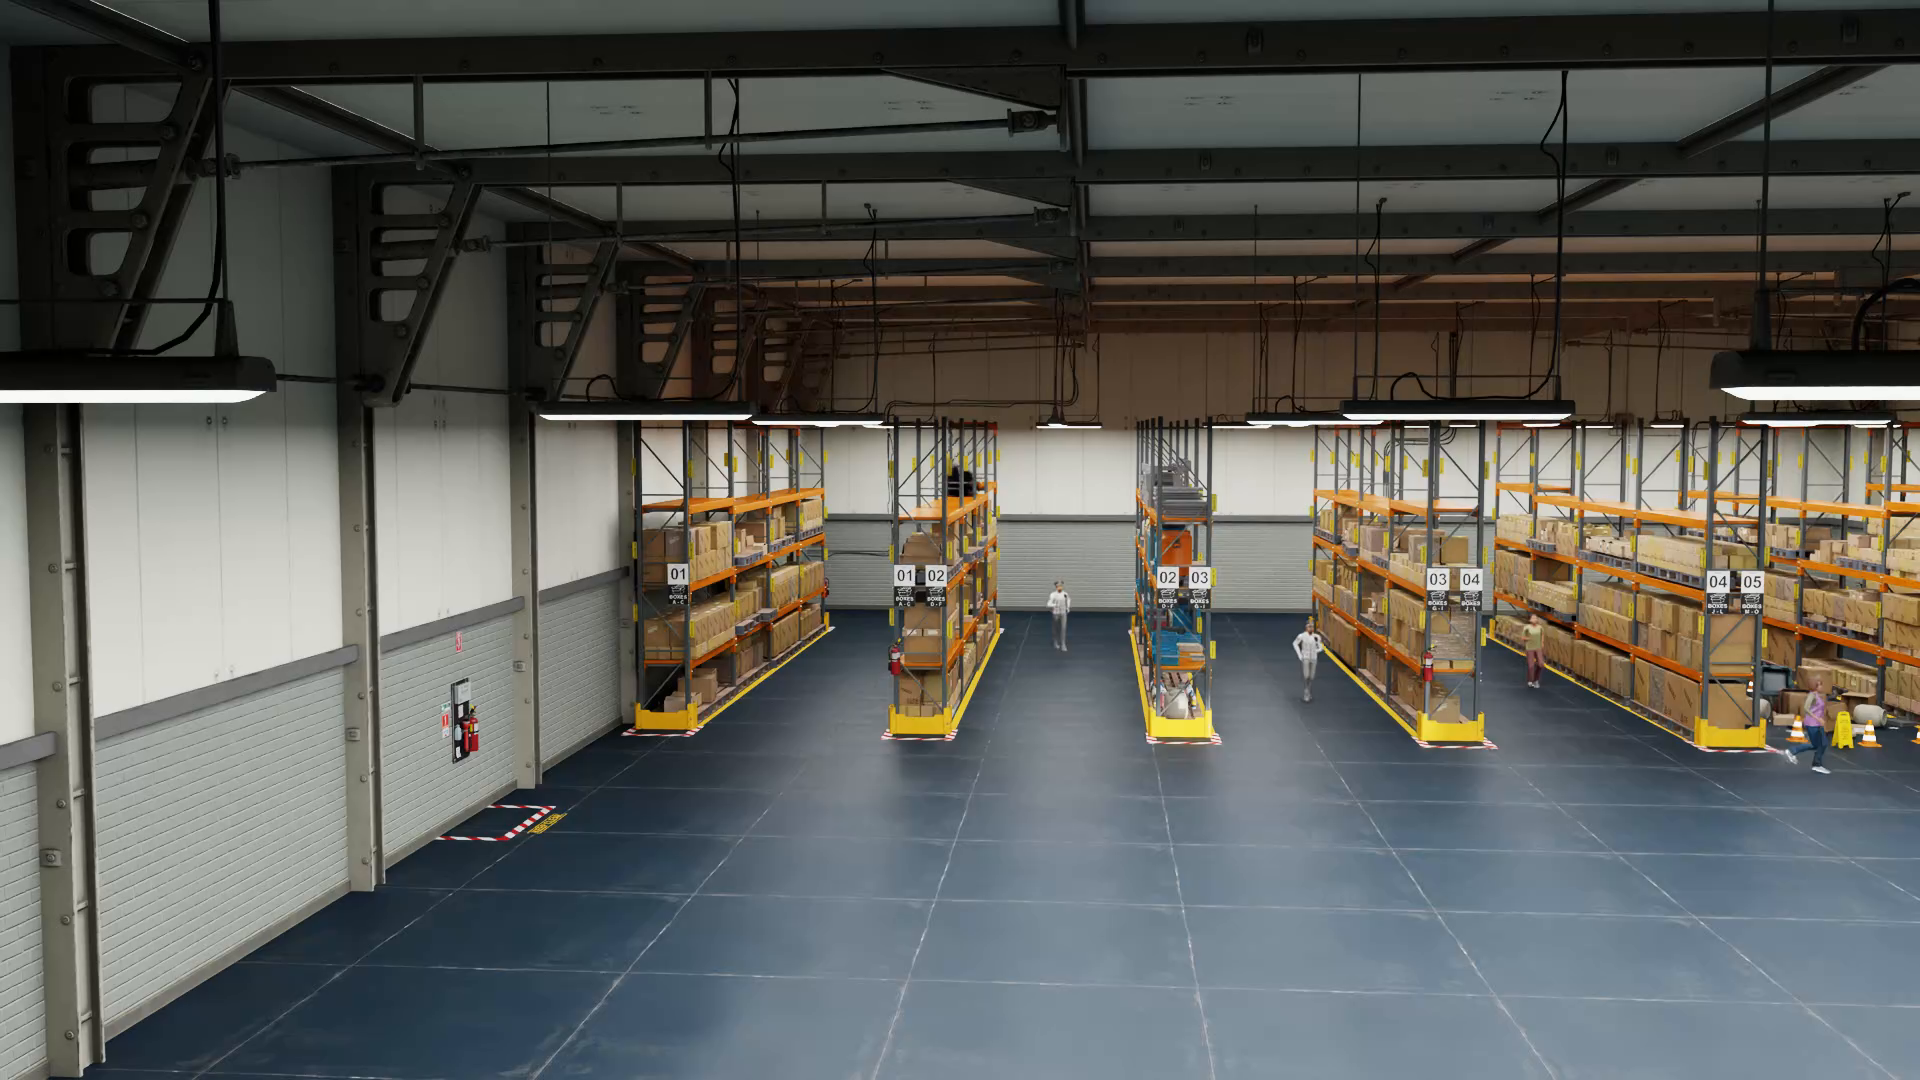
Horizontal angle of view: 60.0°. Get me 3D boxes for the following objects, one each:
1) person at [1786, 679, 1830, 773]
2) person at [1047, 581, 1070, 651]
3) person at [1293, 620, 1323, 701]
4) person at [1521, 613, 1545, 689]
[{"bbox_3d":[14.317,3.117,28.025,0.691,1.580,0.547,3,5,41],"label":"person"},{"bbox_3d":[2.477,1.873,41.336,0.612,1.737,0.853,0,4,-7],"label":"person"},{"bbox_3d":[7.447,2.583,35.471,0.603,1.756,0.619,0,4,-3],"label":"person"},{"bbox_3d":[12.799,2.475,37.065,0.561,1.678,0.620,0,4,5],"label":"person"}]
